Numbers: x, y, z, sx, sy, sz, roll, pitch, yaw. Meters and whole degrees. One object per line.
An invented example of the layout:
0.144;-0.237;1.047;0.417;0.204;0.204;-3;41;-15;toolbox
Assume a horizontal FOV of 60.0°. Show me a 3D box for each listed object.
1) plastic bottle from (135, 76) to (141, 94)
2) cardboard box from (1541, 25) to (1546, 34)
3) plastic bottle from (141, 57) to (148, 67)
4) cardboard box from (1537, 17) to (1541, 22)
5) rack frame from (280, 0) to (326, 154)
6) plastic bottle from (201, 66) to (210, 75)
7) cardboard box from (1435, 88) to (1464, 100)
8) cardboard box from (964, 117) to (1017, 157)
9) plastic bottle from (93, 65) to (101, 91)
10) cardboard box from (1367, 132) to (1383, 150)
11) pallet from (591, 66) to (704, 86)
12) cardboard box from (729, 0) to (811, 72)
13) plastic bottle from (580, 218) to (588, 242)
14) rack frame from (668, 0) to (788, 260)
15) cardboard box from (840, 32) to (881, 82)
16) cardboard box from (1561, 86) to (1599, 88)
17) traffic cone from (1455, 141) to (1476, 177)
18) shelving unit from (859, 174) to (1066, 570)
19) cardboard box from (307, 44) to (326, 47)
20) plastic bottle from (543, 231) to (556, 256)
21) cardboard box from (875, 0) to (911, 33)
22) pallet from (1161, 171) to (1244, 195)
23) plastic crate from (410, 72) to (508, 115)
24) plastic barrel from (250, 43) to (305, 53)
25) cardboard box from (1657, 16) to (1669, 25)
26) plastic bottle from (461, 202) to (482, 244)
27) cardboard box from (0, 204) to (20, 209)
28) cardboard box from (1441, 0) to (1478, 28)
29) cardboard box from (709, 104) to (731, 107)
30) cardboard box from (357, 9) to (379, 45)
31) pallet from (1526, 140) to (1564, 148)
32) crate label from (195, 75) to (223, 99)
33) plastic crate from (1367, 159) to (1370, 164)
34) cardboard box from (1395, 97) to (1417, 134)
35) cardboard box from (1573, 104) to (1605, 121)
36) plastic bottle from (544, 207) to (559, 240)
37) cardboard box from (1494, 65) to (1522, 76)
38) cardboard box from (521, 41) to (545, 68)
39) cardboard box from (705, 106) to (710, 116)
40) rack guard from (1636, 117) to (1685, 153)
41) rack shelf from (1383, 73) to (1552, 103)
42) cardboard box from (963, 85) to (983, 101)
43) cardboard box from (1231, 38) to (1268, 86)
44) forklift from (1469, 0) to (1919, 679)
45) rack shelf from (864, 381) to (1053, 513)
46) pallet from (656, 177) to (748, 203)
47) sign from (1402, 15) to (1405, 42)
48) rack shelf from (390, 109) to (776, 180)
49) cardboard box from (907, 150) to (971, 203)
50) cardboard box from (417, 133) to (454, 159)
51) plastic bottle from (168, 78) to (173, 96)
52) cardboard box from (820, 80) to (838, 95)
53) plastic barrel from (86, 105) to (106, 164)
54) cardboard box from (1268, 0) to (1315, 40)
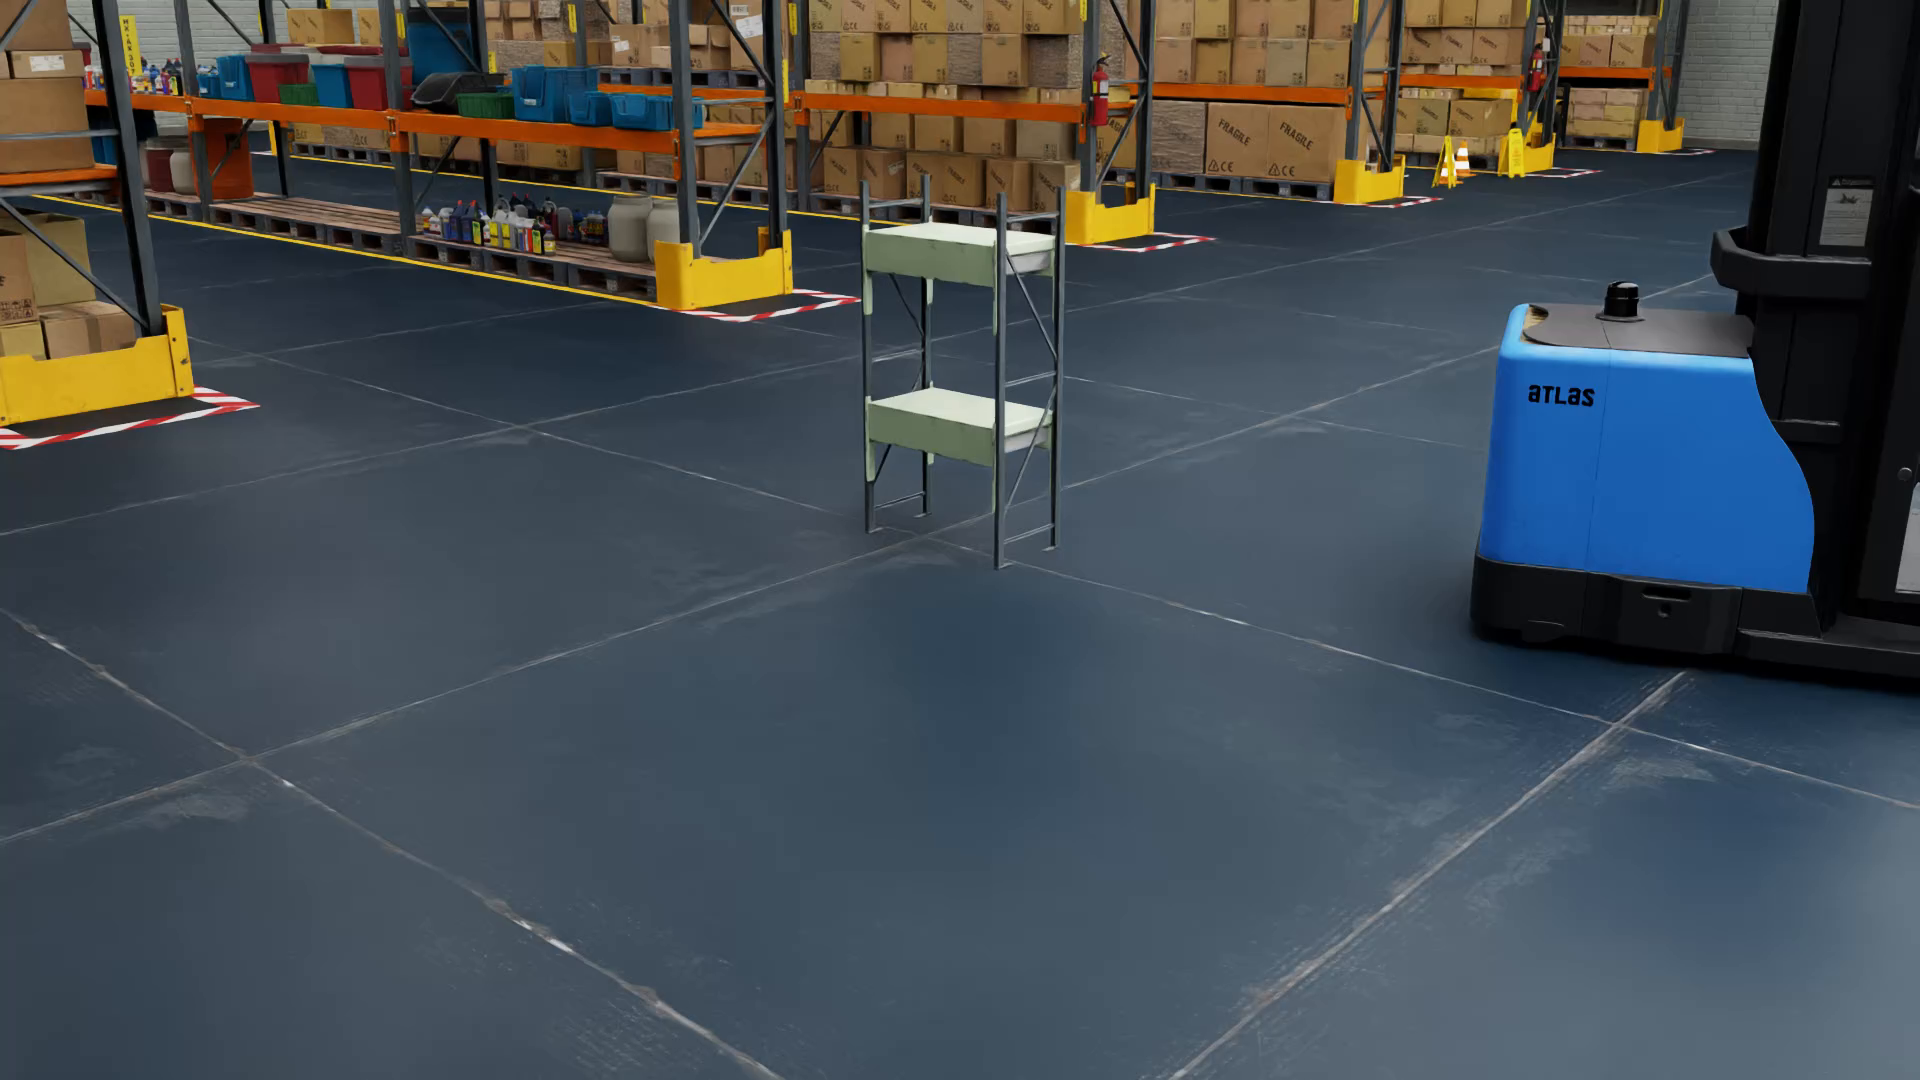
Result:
-9.001;-5.009;18.266;0.097;0.201;0.097;0;18;0;plastic bottle
9.861;-8.494;27.681;0.250;0.149;0.380;15;23;39;cardboard box
-9.681;-5.561;19.756;0.185;0.351;0.144;15;23;39;plastic bottle
9.673;-8.693;27.814;0.250;0.149;0.380;15;23;39;cardboard box
-10.428;-7.655;26.275;0.127;3.000;1.000;15;23;39;rack frame
-8.528;-5.223;18.822;0.097;0.271;0.097;0;18;0;plastic bottle
7.026;-6.402;23.863;0.250;0.149;0.380;16;24;41;cardboard box
0.673;-5.775;23.373;0.750;0.750;1.050;15;23;39;cardboard box
-9.764;-5.261;18.935;0.135;0.276;0.152;15;23;39;plastic bottle
6.193;-5.988;24.871;0.500;0.250;0.500;15;23;39;cardboard box
-3.840;-5.839;20.868;1.003;0.211;1.213;15;23;39;pallet
-1.954;-5.923;19.131;1.000;1.000;1.000;15;23;40;cardboard box
-3.303;-2.742;14.690;0.097;0.201;0.097;0;18;0;plastic bottle
-1.748;-3.322;12.621;0.127;3.000;1.000;15;23;39;rack frame
-0.806;-5.223;17.953;0.500;0.500;0.875;15;23;39;cardboard box
10.432;-7.517;28.036;0.500;0.250;0.500;15;23;39;cardboard box
6.939;-5.270;22.953;0.334;0.463;0.336;15;23;39;traffic cone
0.005;-0.714;6.881;0.755;1.500;0.431;15;23;39;shelving unit
-9.481;-7.364;25.112;0.500;0.250;0.500;14;22;37;cardboard box
-3.413;-2.468;13.827;0.097;0.201;0.097;0;18;0;plastic bottle
-0.536;-5.564;17.374;0.500;0.500;0.500;15;23;39;cardboard box
3.349;-4.603;21.268;1.213;0.211;1.003;15;23;39;pallet
-4.433;-3.962;14.739;0.504;0.338;0.767;15;23;39;plastic crate
-7.184;-4.969;17.584;0.708;0.536;0.600;15;23;39;plastic barrel
11.300;-8.423;26.965;0.250;0.149;0.380;14;23;38;cardboard box
-4.271;-2.779;14.560;0.185;0.351;0.144;14;22;37;plastic bottle
-6.412;-1.909;10.780;0.500;0.500;0.500;15;23;39;cardboard box
7.217;-7.507;23.499;0.500;0.500;0.700;15;23;40;cardboard box
-3.691;-7.112;26.762;0.500;0.250;0.500;14;22;37;cardboard box
-8.329;-7.413;24.029;0.500;0.500;0.500;15;23;40;cardboard box
9.901;-6.869;28.406;1.213;0.211;1.003;15;23;39;pallet
-7.665;-4.679;17.174;0.416;0.233;0.303;15;23;39;crate label
5.756;-5.596;24.612;0.583;0.080;0.402;7;19;21;plastic crate
6.580;-6.241;24.429;0.500;0.500;0.500;14;23;38;cardboard box
10.470;-7.067;27.445;0.500;0.250;0.500;15;23;39;cardboard box
-3.633;-2.815;14.787;0.133;0.283;0.061;15;23;39;plastic bottle
7.696;-6.592;23.339;0.250;0.149;0.380;16;24;41;cardboard box
-5.347;-6.241;21.654;0.500;0.500;0.500;15;23;39;cardboard box
-4.188;-7.195;27.860;0.250;0.149;0.380;16;24;41;cardboard box
11.427;-6.612;27.121;0.348;0.500;1.175;15;23;39;rack guard
6.621;-6.744;24.591;4.000;0.370;1.077;15;23;39;rack shelf
0.243;-4.581;17.003;0.250;0.149;0.380;15;23;39;cardboard box
3.838;-5.927;20.580;0.550;0.550;0.875;15;23;39;cardboard box
3.411;-1.021;5.483;3.031;2.935;1.130;6;19;19;forklift
0.005;-0.403;6.979;0.720;0.370;0.431;15;23;39;rack shelf
-2.952;-4.318;20.368;1.213;0.211;1.003;15;23;39;pallet
5.280;-6.119;19.873;0.005;0.325;0.100;15;23;39;sign
-3.244;-3.381;13.995;4.000;0.370;1.077;15;23;39;rack shelf
-0.230;-3.945;18.022;0.500;0.500;0.500;13;22;34;cardboard box
-6.944;-5.916;23.611;0.875;0.875;1.225;15;23;39;cardboard box
-8.392;-4.846;17.750;0.097;0.201;0.097;0;18;0;plastic bottle
-1.313;-4.962;18.203;0.250;0.149;0.380;15;23;39;cardboard box
-10.328;-4.819;20.111;0.708;0.901;0.600;15;23;39;plastic barrel
4.183;-6.304;19.983;0.550;0.550;0.875;15;23;39;cardboard box
